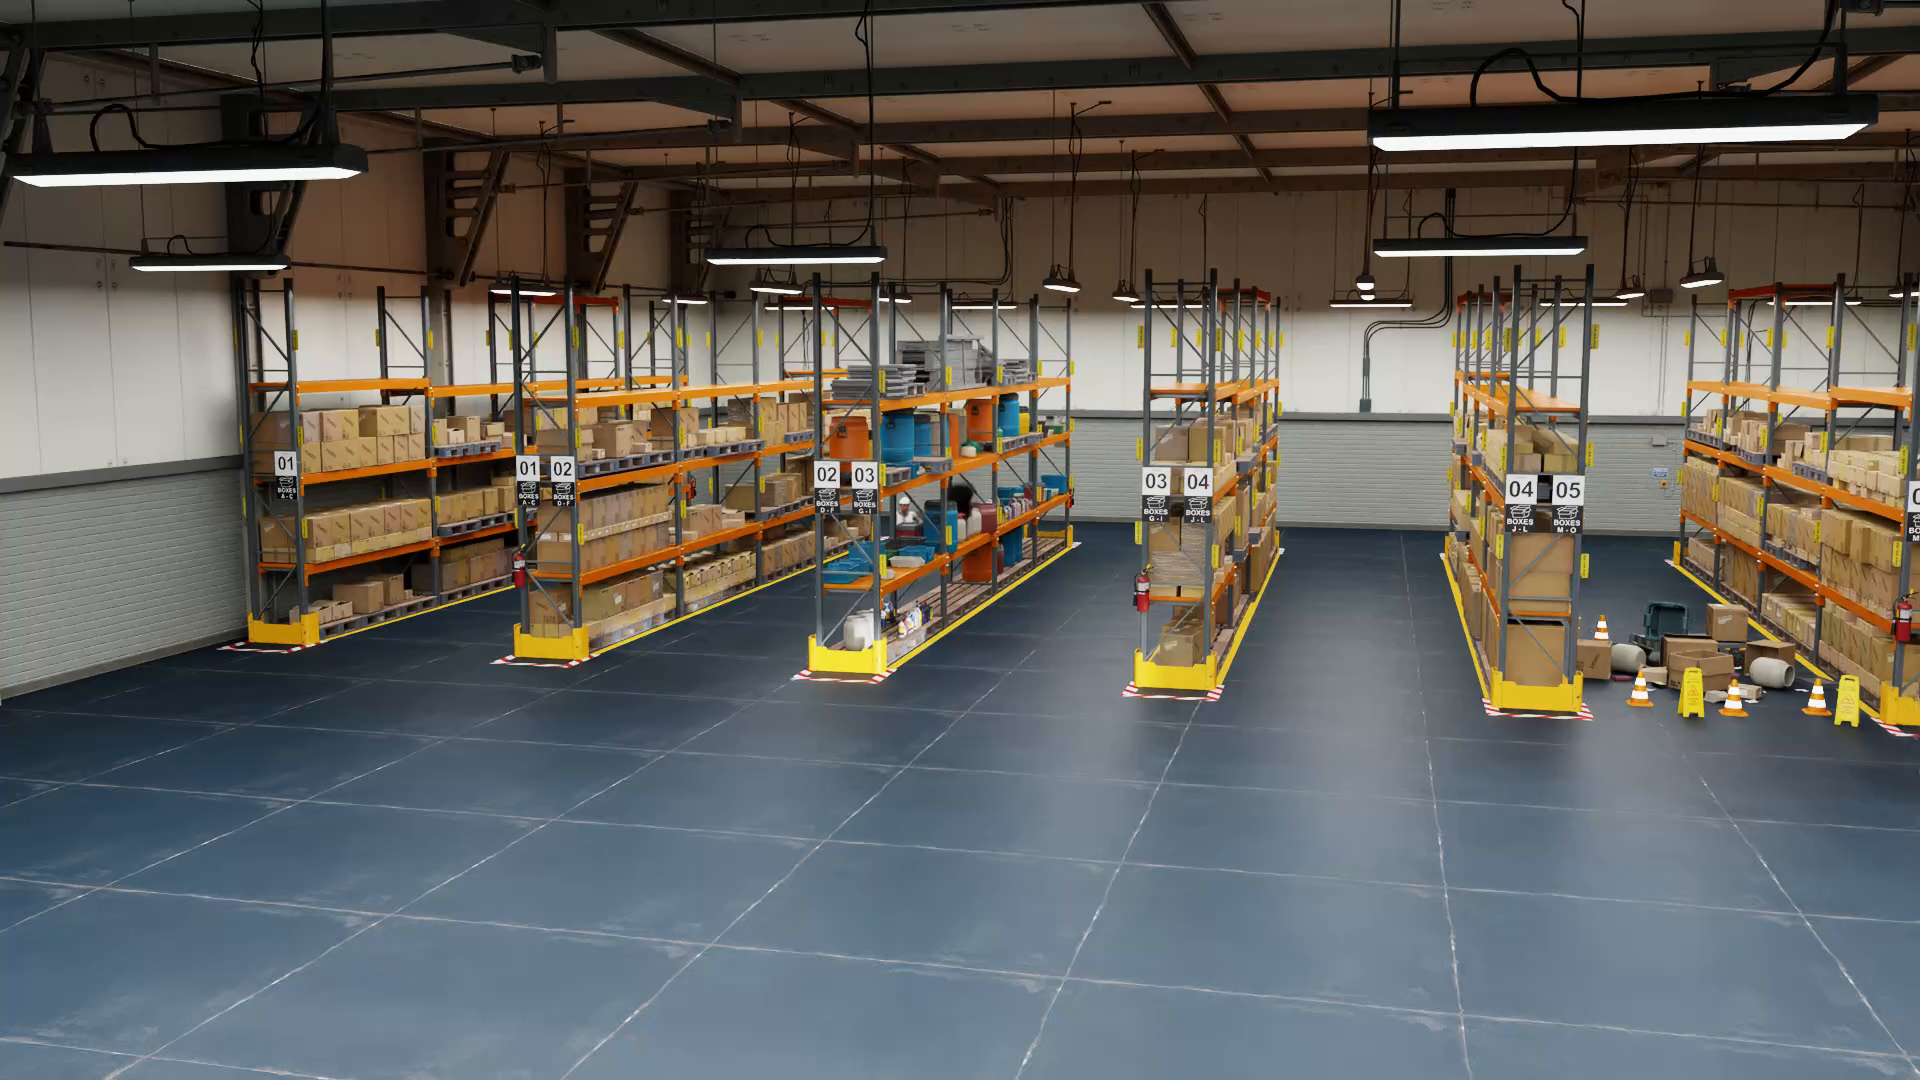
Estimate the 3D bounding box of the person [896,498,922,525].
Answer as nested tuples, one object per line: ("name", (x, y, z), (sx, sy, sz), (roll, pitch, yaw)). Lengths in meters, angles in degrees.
("person", (-1.127, -0.067, 34.650), (0.653, 1.651, 0.956), (1, 7, 12))
